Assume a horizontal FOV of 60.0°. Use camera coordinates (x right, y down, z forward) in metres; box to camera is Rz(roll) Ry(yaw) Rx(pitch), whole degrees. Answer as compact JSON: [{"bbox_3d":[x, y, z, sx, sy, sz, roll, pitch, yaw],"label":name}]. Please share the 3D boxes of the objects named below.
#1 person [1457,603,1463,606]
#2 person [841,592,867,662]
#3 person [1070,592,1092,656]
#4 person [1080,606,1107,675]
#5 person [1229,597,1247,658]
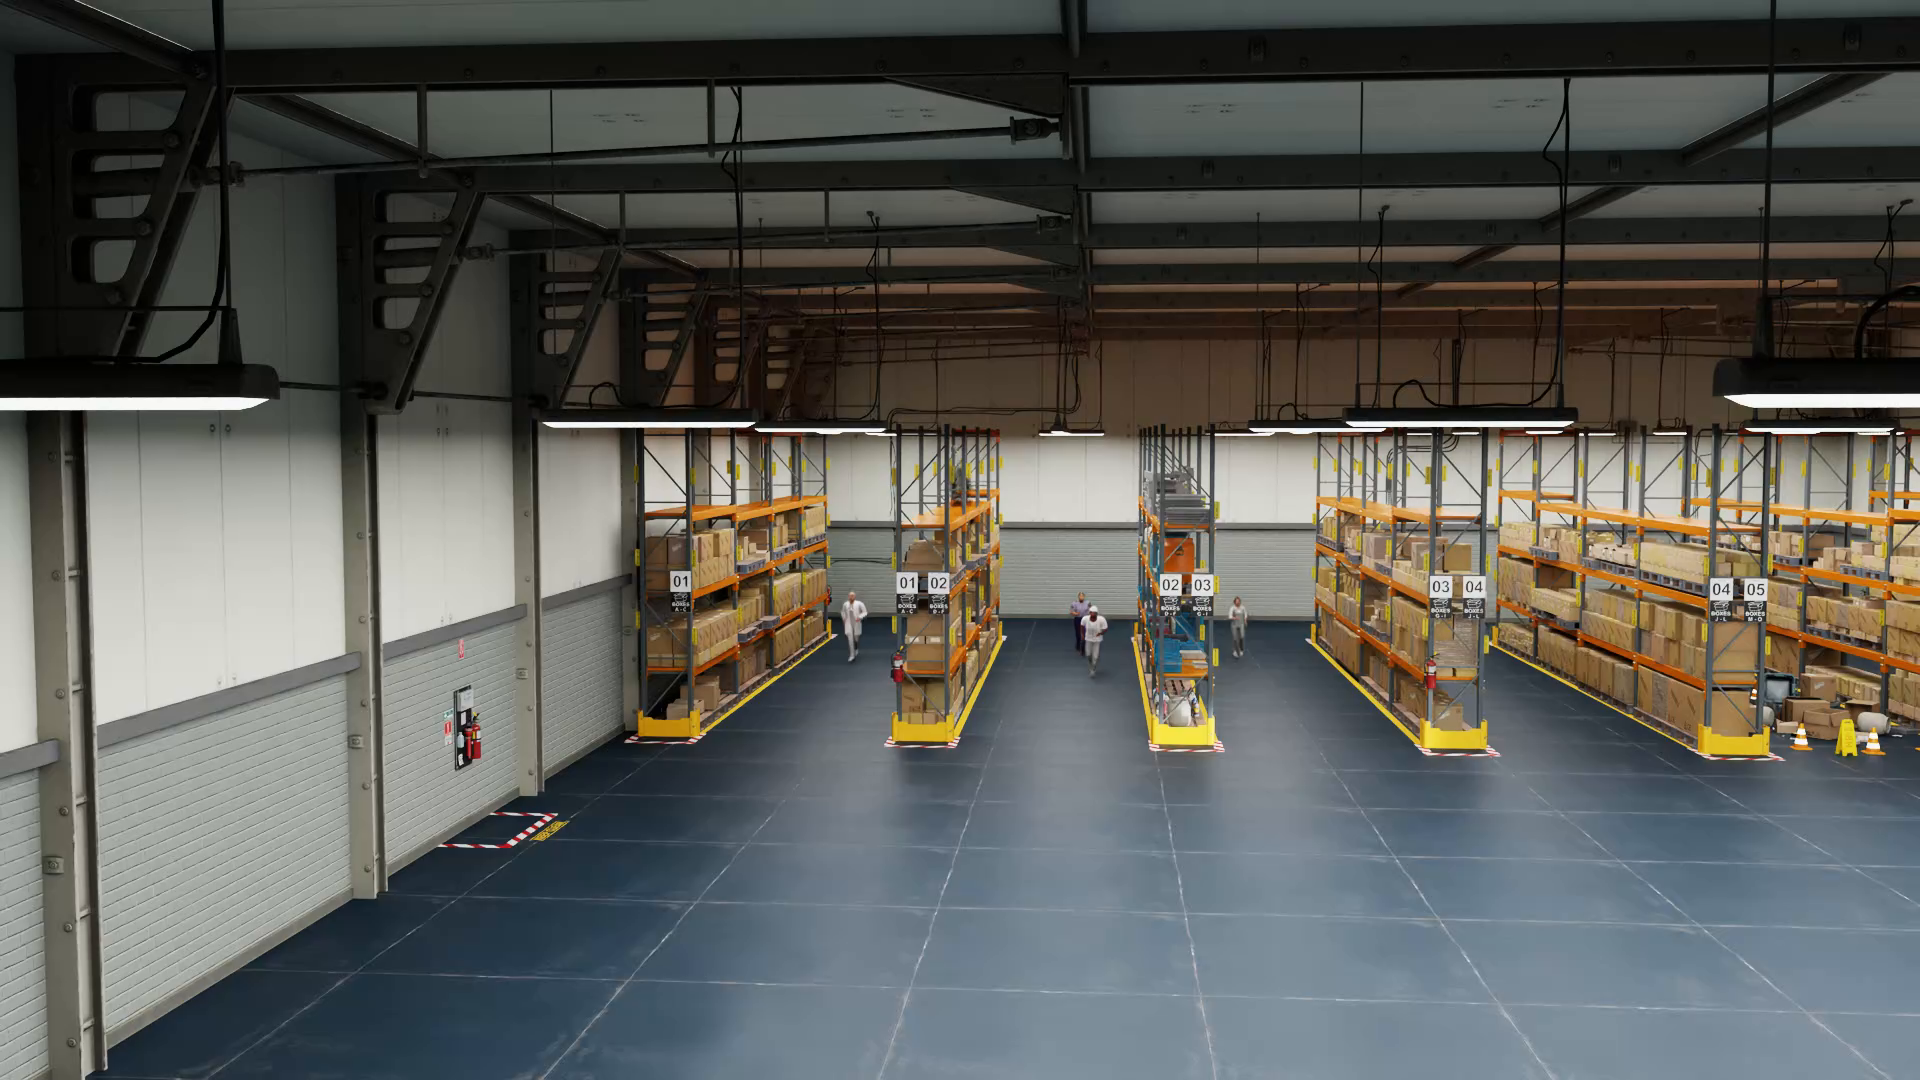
[{"bbox_3d":[14.306,2.035,47.133,0.937,1.666,0.630,-2,4,-24],"label":"person"},{"bbox_3d":[-2.759,2.273,43.112,0.705,1.688,0.836,0,3,7],"label":"person"},{"bbox_3d":[3.214,2.220,44.271,0.627,1.685,0.936,0,3,-4],"label":"person"},{"bbox_3d":[3.208,2.427,39.970,0.663,1.695,0.692,0,3,7],"label":"person"},{"bbox_3d":[7.258,2.283,43.386,0.509,1.604,0.667,0,3,1],"label":"person"}]
